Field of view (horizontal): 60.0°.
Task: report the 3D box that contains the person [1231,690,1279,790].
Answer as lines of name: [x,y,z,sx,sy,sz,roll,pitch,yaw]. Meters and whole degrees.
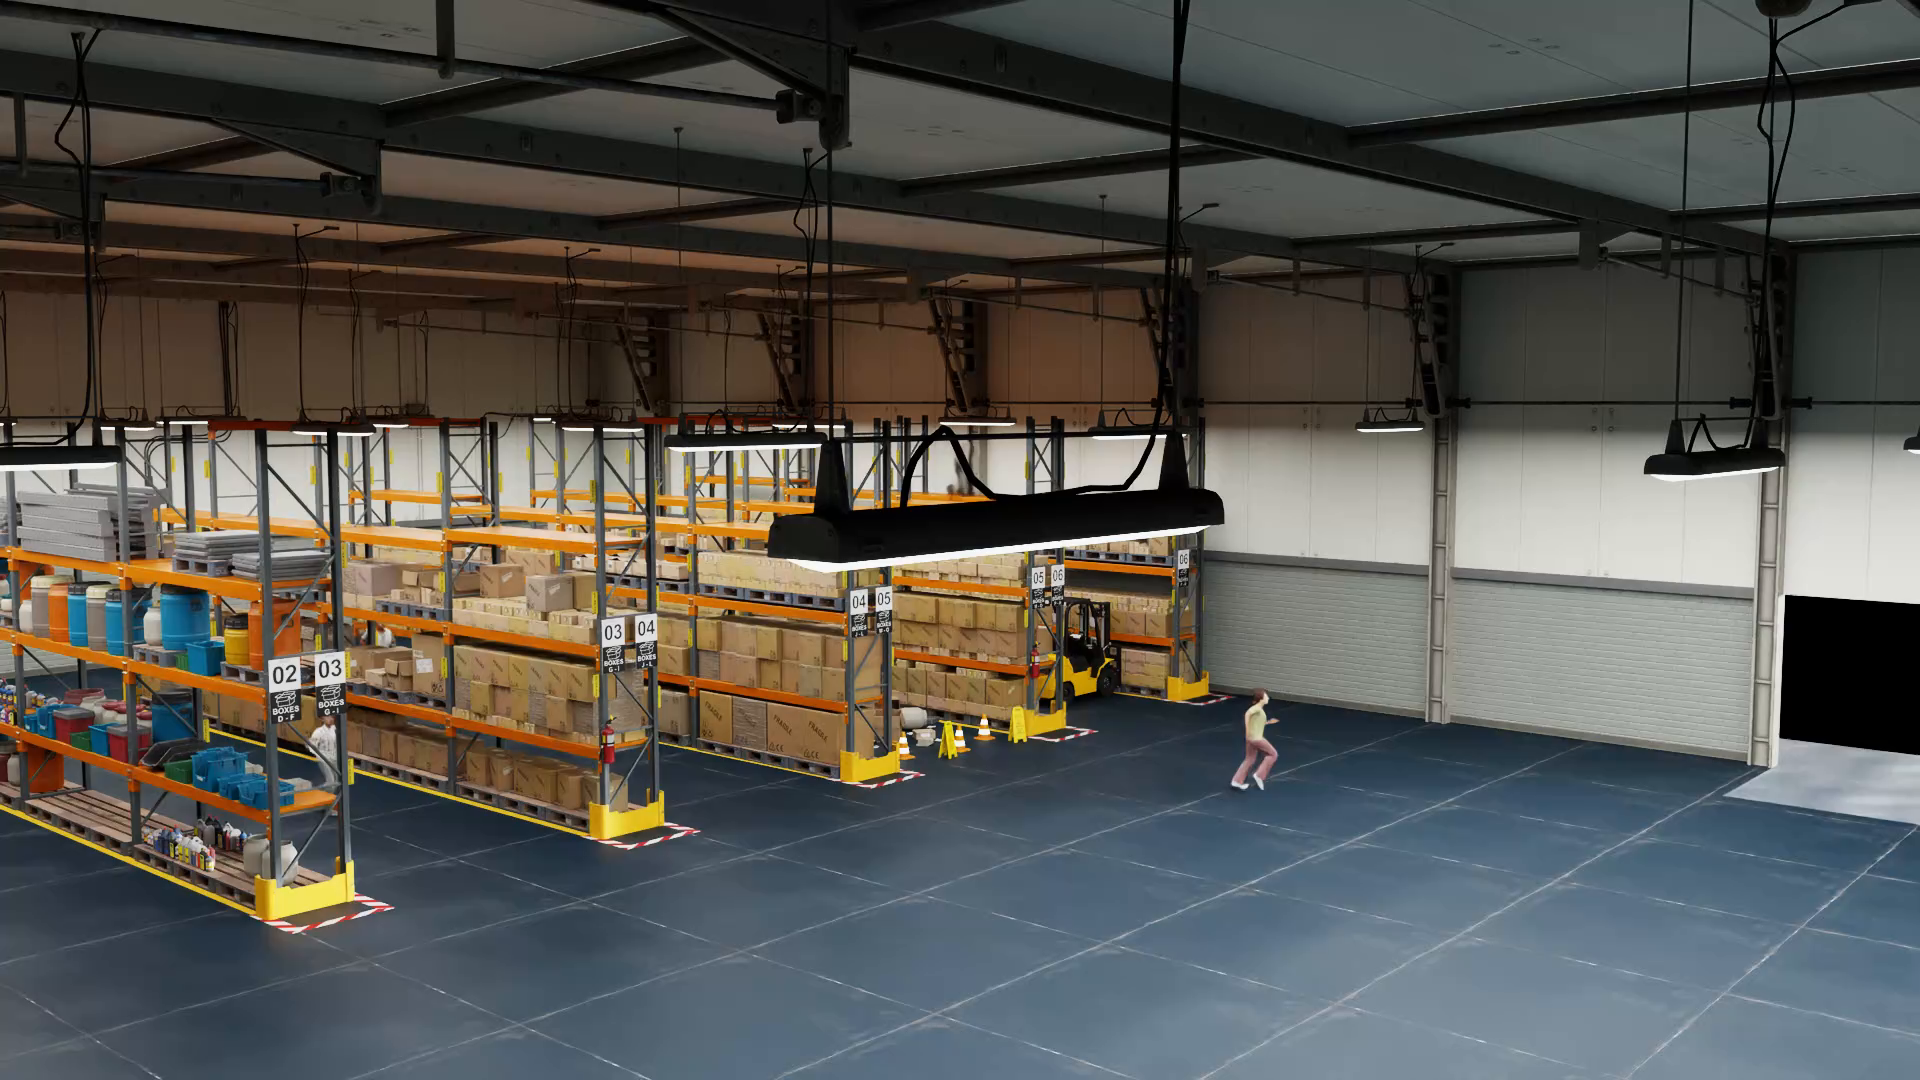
person: [4.791,3.251,27.007,0.773,1.638,0.605,0,5,3]

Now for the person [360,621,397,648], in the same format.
person: [-12.265,2.502,35.222,0.990,1.794,0.681,5,7,44]

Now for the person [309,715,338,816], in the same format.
person: [-9.681,3.395,25.534,0.531,1.659,0.616,3,6,36]
